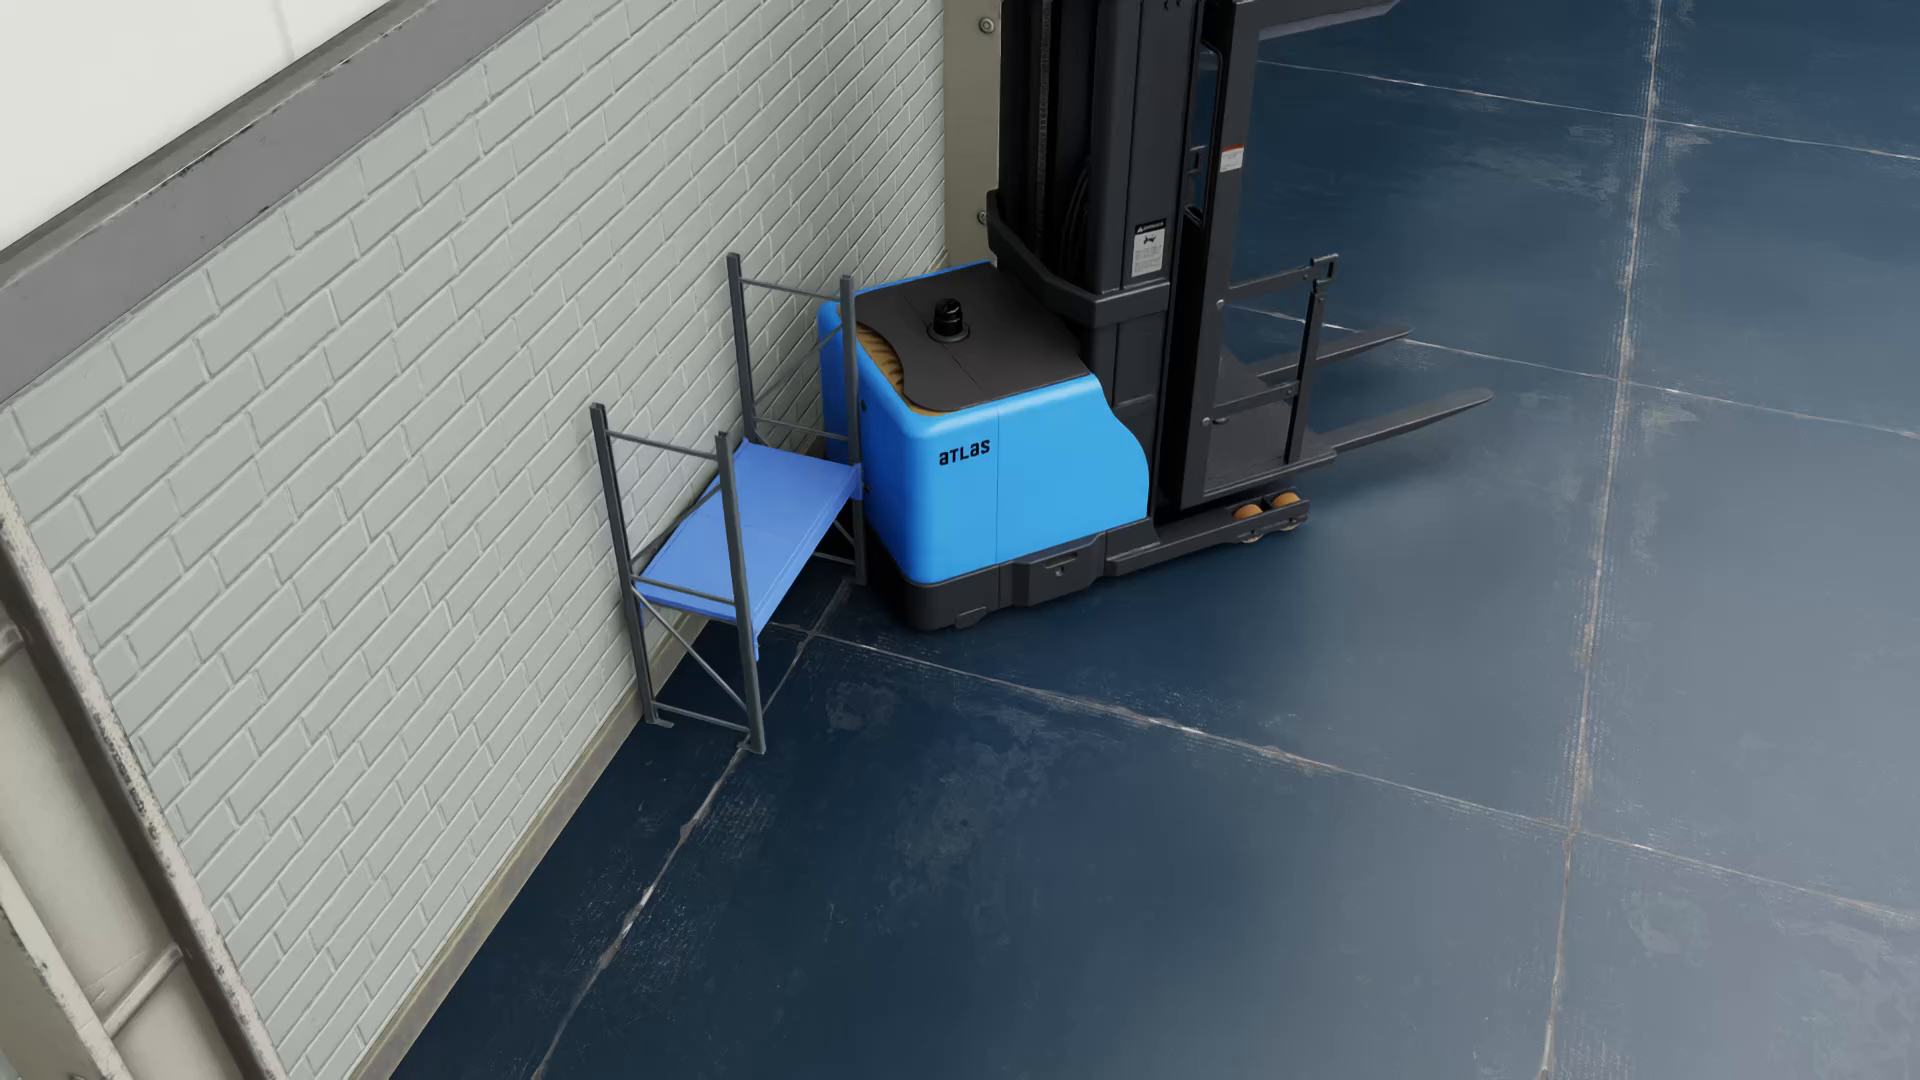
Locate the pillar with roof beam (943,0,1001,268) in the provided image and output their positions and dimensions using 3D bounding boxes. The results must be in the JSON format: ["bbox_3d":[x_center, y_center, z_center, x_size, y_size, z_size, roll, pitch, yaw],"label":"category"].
[{"bbox_3d":[4.170,-3.986,4.989,9.100,9.000,0.400,13,42,15],"label":"pillar with roof beam"}]

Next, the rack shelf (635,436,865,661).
[{"bbox_3d":[-0.803,0.008,6.362,0.538,0.185,1.000,13,42,15],"label":"rack shelf"}]

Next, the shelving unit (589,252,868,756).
[{"bbox_3d":[-0.803,-0.129,6.245,0.538,1.500,1.048,13,42,15],"label":"shelving unit"}]

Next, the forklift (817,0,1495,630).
[{"bbox_3d":[0.965,-1.397,6.629,3.031,2.935,1.130,-17,43,-19],"label":"forklift"}]

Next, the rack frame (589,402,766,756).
[{"bbox_3d":[-0.976,0.181,5.882,0.500,1.500,0.032,13,42,15],"label":"rack frame"}]

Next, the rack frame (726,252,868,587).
[{"bbox_3d":[-0.629,-0.439,6.609,0.500,1.500,0.032,13,42,15],"label":"rack frame"}]
